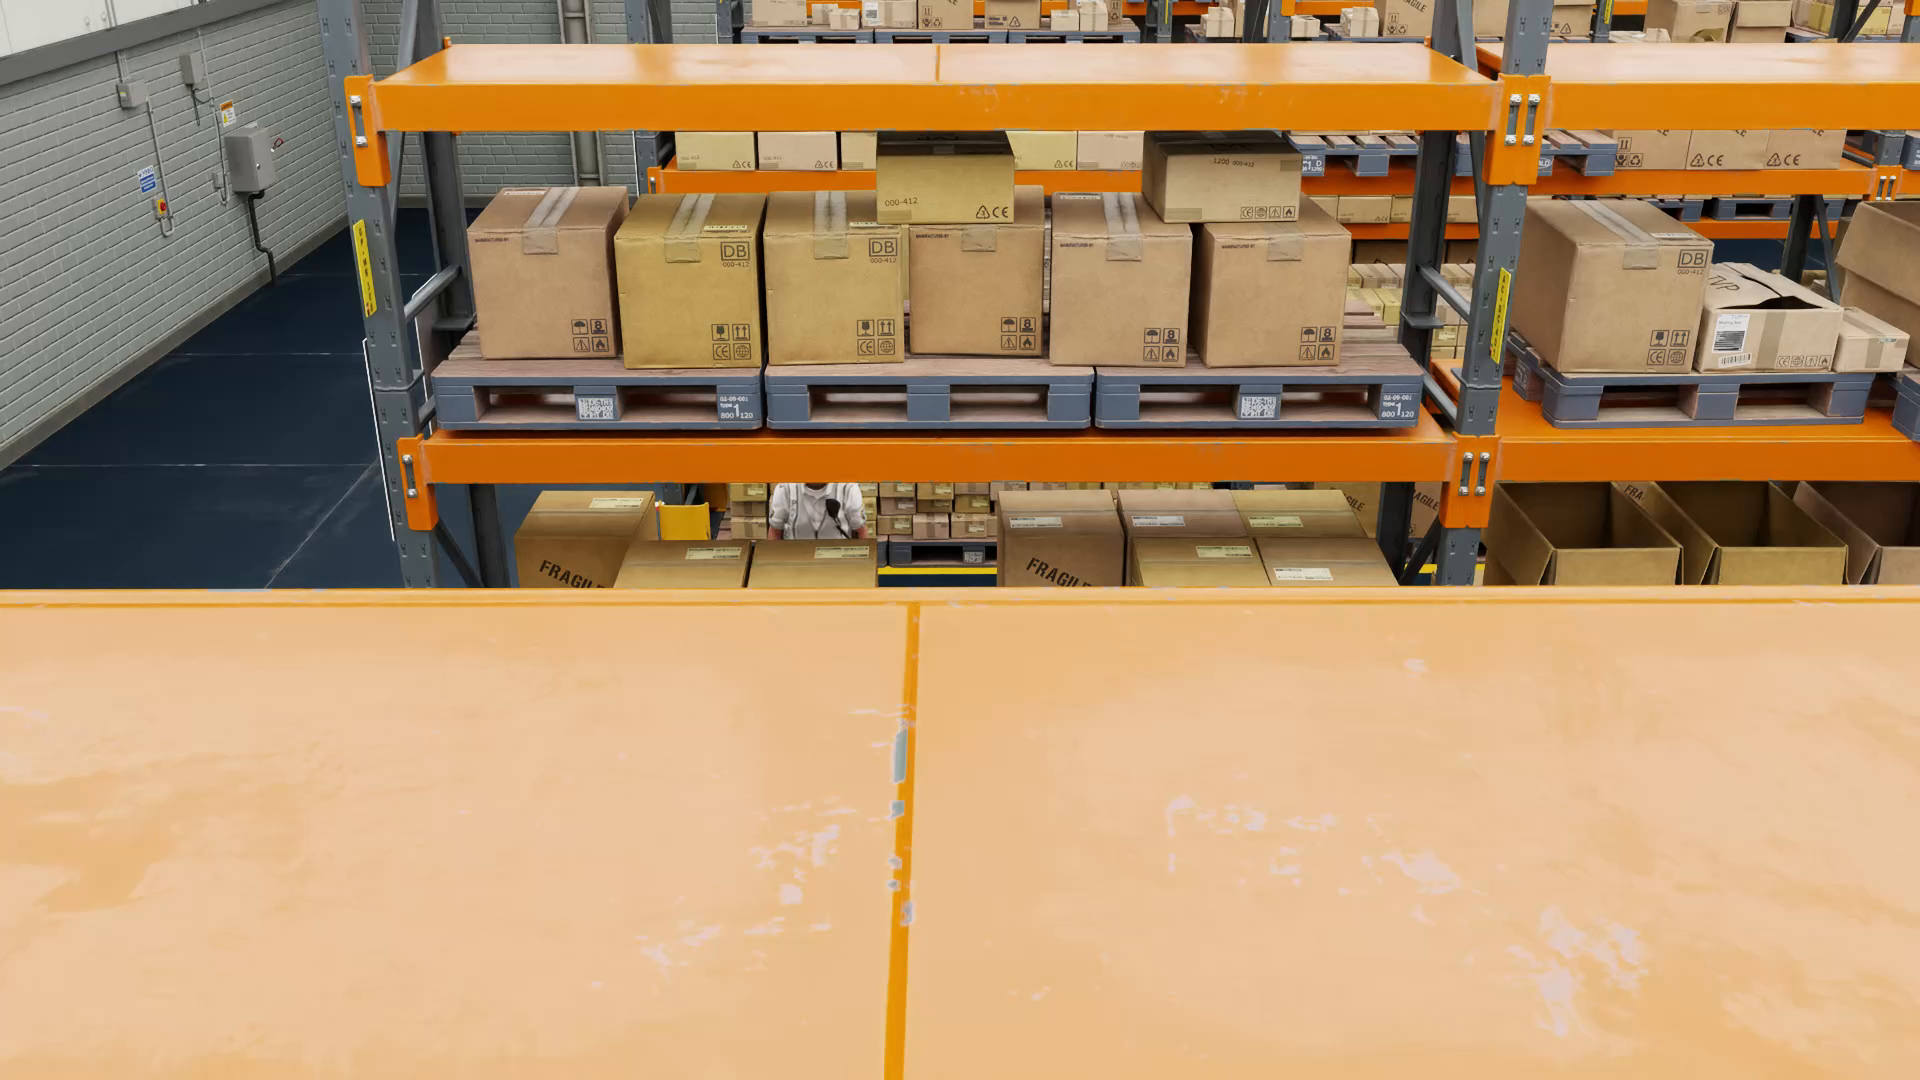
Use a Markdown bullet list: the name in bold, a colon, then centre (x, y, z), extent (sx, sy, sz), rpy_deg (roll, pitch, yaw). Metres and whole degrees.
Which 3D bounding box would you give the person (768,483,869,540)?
- **person**: centre (-0.816, 0.200, 9.642), extent (0.584, 1.748, 0.433), rpy_deg (0, 24, 0)
